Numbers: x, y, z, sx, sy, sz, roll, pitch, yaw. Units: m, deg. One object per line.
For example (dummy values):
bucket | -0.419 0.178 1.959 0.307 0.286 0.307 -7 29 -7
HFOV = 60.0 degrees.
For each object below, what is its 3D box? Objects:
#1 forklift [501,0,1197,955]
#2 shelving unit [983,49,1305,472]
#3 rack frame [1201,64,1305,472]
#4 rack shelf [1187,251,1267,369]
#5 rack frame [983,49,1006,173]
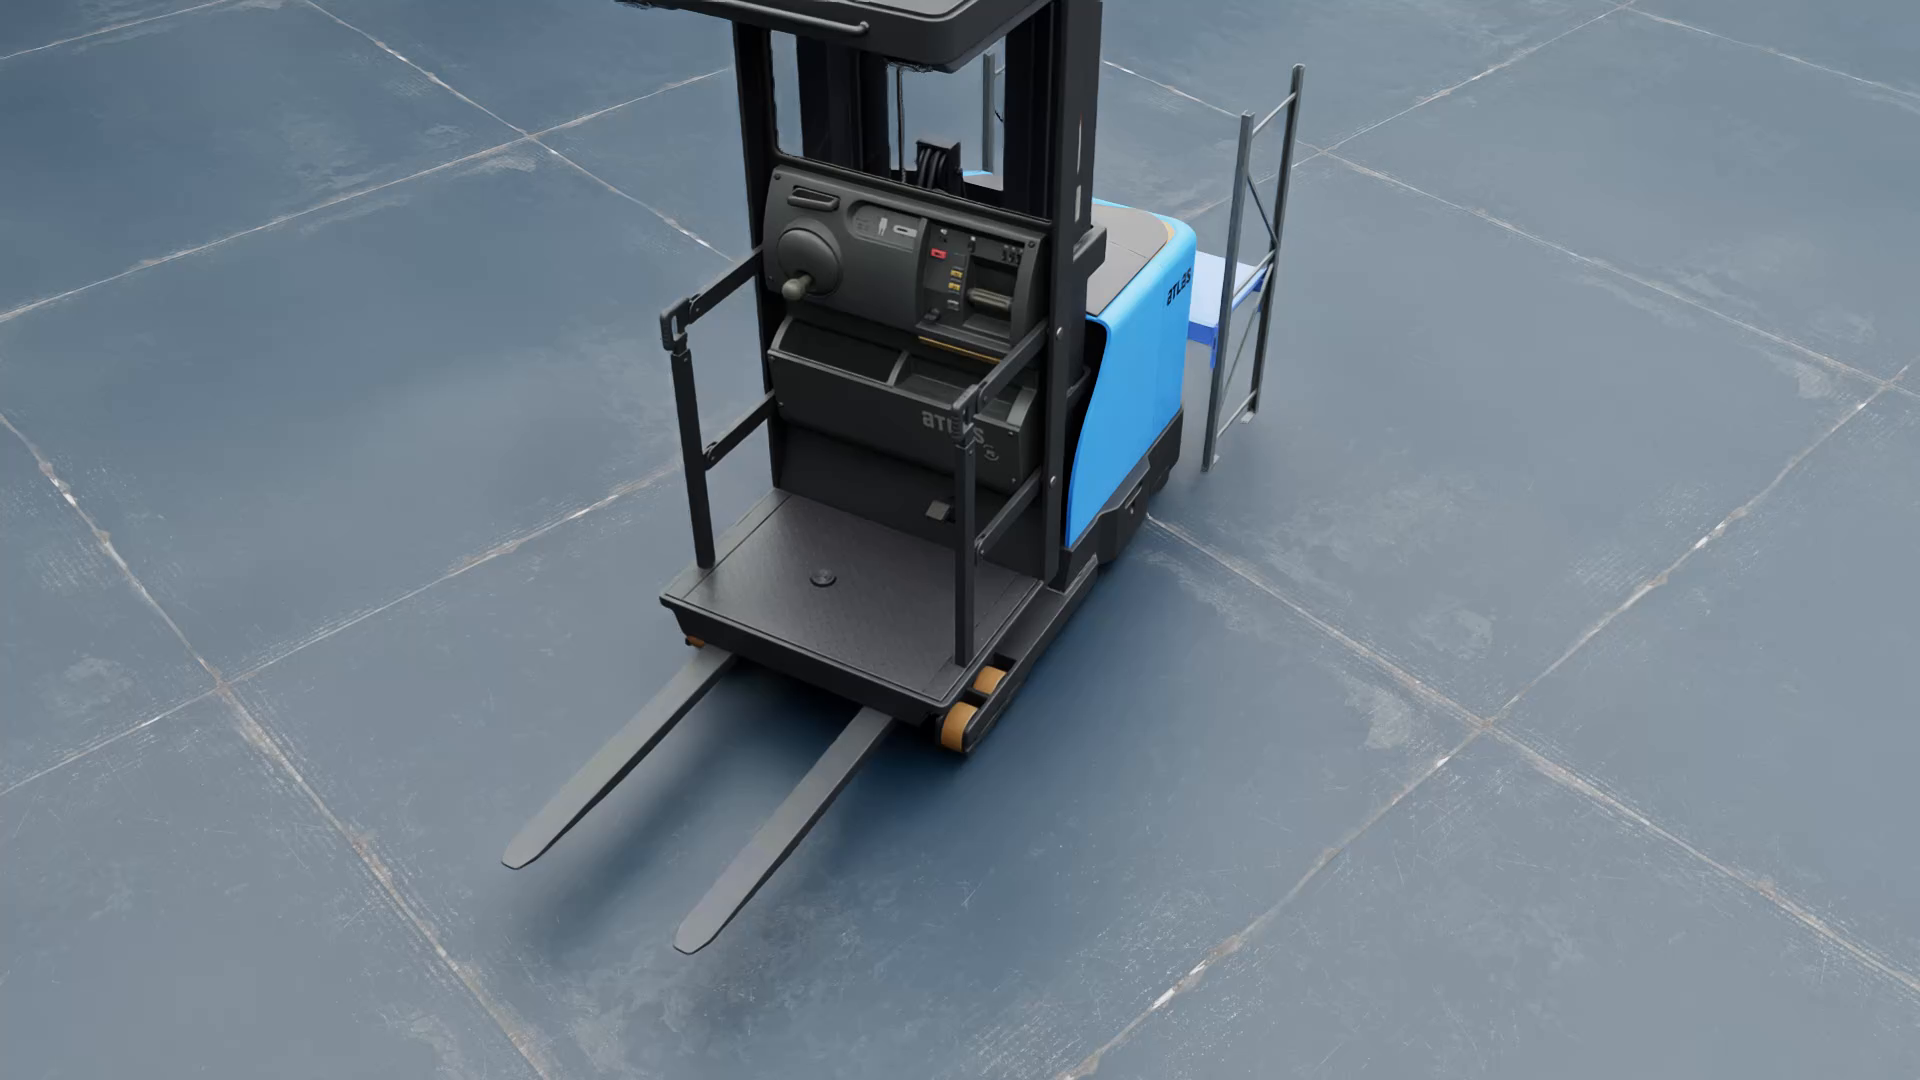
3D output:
forklift | -0.291 -0.777 4.879 1.130 2.935 3.031 19 43 22
shelving unit | 0.664 -1.157 6.489 1.048 1.500 0.538 21 43 24
rack frame | 1.099 -0.993 6.285 0.032 1.500 0.500 21 43 24
rack shelf | 0.664 -1.018 6.602 1.000 0.185 0.538 21 43 24
rack frame | 0.228 -1.322 6.693 0.032 1.500 0.500 21 43 24
